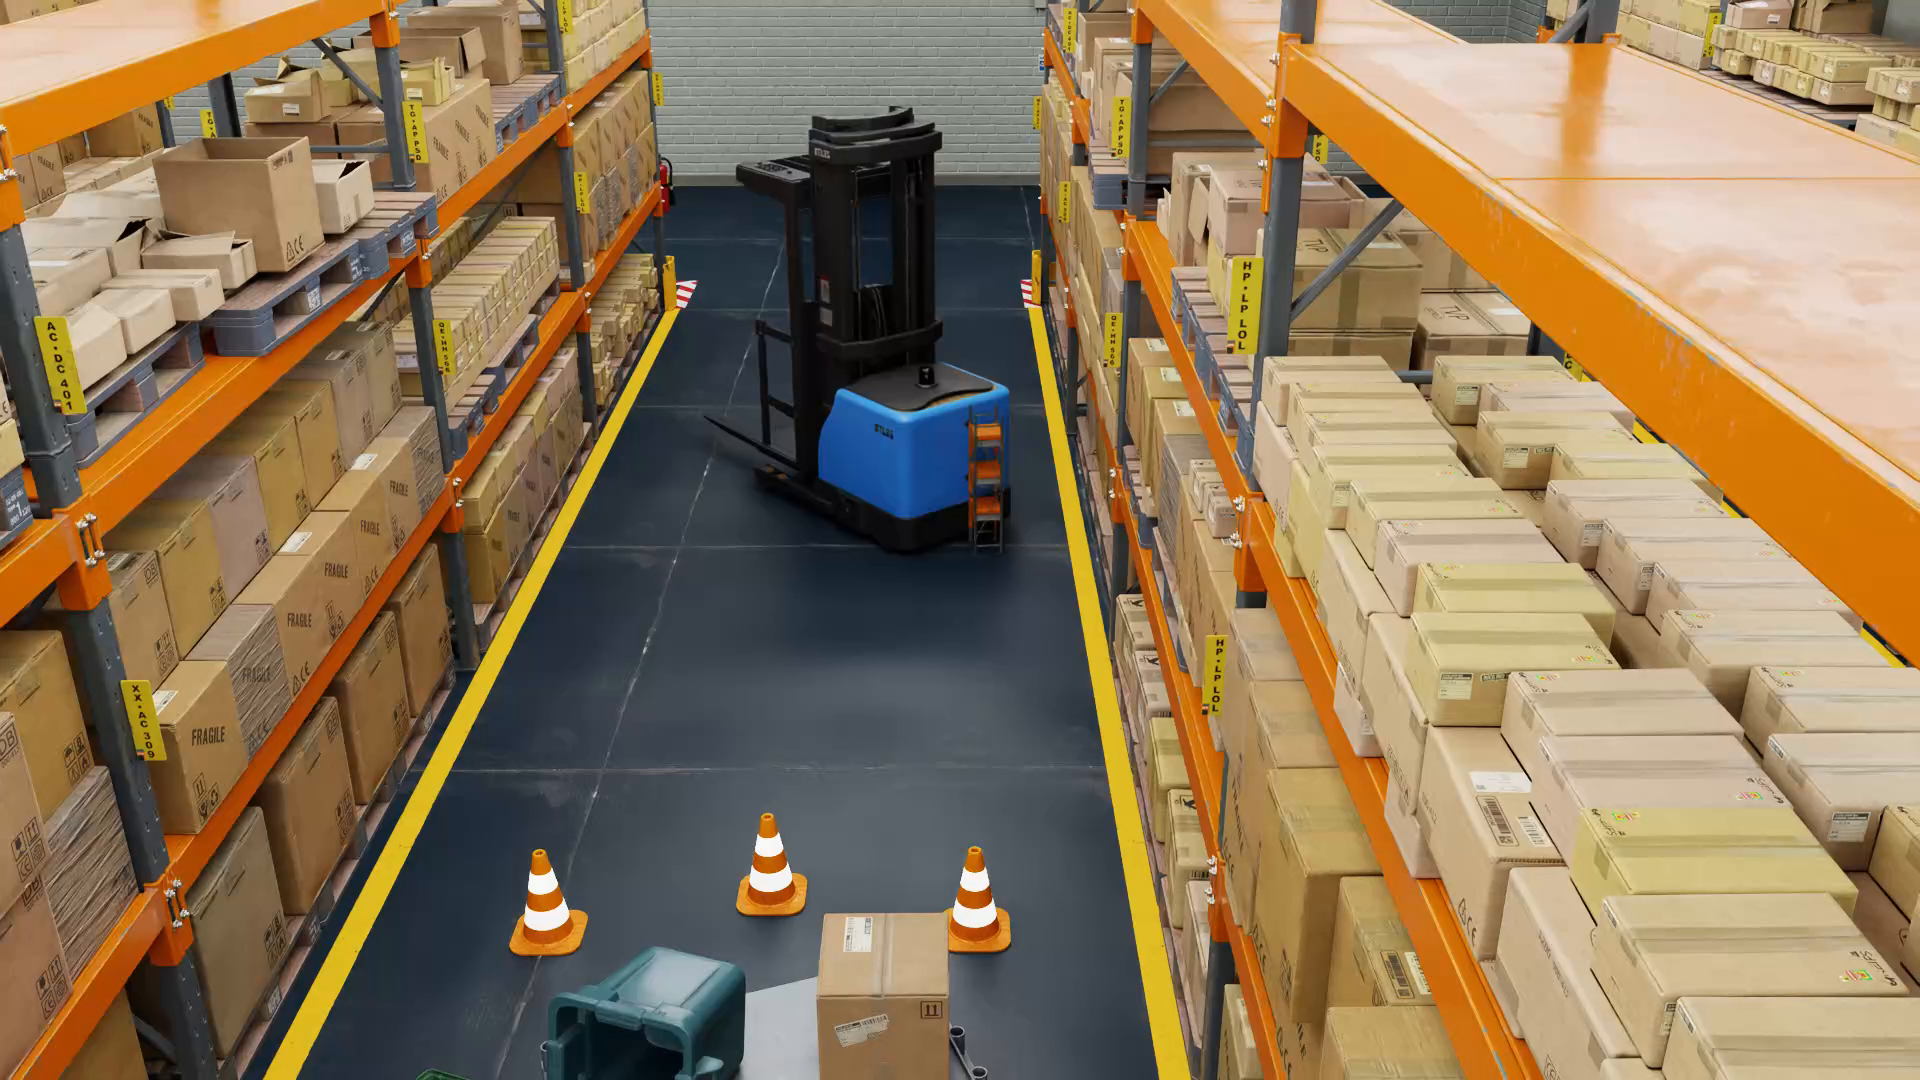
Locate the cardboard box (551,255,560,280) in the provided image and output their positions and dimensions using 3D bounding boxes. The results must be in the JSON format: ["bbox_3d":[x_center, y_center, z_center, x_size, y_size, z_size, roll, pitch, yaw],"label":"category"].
[{"bbox_3d":[-3.347,-2.133,13.004,0.380,0.149,0.250,-1,24,-2],"label":"cardboard box"}]

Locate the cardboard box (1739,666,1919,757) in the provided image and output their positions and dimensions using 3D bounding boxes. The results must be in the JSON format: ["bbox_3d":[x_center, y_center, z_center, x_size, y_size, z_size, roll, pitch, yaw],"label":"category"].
[{"bbox_3d":[1.823,0.379,3.353,0.380,0.149,0.250,0,24,1],"label":"cardboard box"}]

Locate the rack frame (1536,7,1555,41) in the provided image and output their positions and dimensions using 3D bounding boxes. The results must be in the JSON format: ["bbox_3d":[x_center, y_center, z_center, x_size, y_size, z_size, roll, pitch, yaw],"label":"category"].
[{"bbox_3d":[6.319,-3.955,17.237,1.000,3.000,0.127,0,24,-1],"label":"rack frame"}]

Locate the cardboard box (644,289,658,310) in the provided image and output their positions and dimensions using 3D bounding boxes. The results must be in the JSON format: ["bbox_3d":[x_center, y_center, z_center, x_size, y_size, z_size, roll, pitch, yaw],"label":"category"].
[{"bbox_3d":[-3.275,-2.438,16.833,0.380,0.149,0.250,0,24,1],"label":"cardboard box"}]

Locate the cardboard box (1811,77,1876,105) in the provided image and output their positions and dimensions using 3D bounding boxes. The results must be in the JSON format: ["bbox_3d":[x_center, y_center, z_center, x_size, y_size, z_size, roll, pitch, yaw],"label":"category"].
[{"bbox_3d":[6.010,-3.037,11.243,0.380,0.149,0.250,0,24,1],"label":"cardboard box"}]

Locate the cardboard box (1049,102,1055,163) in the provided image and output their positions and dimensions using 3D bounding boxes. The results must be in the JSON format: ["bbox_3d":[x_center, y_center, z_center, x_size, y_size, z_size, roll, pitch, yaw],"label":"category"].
[{"bbox_3d":[1.102,-3.808,15.578,0.500,0.500,0.500,0,24,-1],"label":"cardboard box"}]

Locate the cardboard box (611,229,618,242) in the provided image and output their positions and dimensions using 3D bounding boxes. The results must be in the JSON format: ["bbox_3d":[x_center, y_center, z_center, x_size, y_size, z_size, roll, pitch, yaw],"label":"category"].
[{"bbox_3d":[-3.288,-2.765,14.911,0.380,0.149,0.250,1,24,2],"label":"cardboard box"}]

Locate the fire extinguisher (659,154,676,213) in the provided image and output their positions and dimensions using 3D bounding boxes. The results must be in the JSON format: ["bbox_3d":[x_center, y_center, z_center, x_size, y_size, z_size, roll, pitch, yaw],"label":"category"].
[{"bbox_3d":[-3.134,-3.768,17.370,0.296,0.674,0.183,0,24,-1],"label":"fire extinguisher"}]

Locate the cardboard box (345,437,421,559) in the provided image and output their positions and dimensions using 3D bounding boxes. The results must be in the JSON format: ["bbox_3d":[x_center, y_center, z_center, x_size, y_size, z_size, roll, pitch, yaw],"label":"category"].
[{"bbox_3d":[-3.228,-0.226,8.872,0.500,0.500,0.500,0,24,-1],"label":"cardboard box"}]

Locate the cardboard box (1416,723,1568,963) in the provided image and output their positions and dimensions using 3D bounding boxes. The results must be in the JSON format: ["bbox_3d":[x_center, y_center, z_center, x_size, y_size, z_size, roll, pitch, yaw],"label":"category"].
[{"bbox_3d":[1.240,0.598,3.353,0.500,0.250,0.500,0,24,1],"label":"cardboard box"}]

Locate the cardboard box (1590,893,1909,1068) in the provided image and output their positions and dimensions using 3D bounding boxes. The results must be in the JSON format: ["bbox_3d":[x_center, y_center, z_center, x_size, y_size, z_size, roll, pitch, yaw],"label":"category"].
[{"bbox_3d":[1.245,0.697,2.649,0.380,0.149,0.250,-1,24,-1],"label":"cardboard box"}]

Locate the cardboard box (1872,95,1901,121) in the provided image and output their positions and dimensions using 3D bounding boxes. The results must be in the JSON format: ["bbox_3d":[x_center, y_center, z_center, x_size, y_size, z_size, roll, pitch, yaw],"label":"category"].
[{"bbox_3d":[6.174,-2.814,10.772,0.380,0.149,0.250,0,24,1],"label":"cardboard box"}]

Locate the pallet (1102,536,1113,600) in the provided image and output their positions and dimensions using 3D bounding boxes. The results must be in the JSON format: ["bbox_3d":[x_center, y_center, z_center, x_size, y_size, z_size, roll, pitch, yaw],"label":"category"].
[{"bbox_3d":[1.509,0.311,11.189,1.003,0.211,1.213,0,24,-1],"label":"pallet"}]

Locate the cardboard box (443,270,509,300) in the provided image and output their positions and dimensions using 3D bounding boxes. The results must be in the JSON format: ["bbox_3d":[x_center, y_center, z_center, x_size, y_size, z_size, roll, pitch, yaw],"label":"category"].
[{"bbox_3d":[-3.332,-1.754,11.445,0.380,0.149,0.250,-1,24,-1],"label":"cardboard box"}]

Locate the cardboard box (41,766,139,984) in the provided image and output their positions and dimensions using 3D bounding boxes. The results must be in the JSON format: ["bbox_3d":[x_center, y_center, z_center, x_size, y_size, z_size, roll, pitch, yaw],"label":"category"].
[{"bbox_3d":[-3.446,1.161,5.743,0.875,0.550,0.550,0,24,-1],"label":"cardboard box"}]

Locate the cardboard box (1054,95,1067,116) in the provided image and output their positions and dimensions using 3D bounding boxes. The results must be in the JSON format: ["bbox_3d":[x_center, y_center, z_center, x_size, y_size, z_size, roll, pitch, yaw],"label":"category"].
[{"bbox_3d":[1.057,-3.941,15.085,0.380,0.149,0.250,-1,24,-2],"label":"cardboard box"}]

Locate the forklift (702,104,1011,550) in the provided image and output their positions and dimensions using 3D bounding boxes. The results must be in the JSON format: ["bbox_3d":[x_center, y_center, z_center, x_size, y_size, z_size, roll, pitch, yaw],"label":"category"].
[{"bbox_3d":[-0.947,-1.797,12.550,1.130,2.935,3.031,-19,30,-35],"label":"forklift"}]

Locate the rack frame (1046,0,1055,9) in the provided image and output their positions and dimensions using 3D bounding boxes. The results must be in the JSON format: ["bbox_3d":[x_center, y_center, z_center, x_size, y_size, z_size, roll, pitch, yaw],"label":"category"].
[{"bbox_3d":[1.355,-6.664,15.948,1.000,3.000,0.127,0,24,-1],"label":"rack frame"}]

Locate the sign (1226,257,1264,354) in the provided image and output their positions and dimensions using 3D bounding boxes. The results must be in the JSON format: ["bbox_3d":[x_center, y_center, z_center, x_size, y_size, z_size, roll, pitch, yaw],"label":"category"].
[{"bbox_3d":[0.931,-0.764,5.437,0.100,0.325,0.005,0,24,-1],"label":"sign"}]

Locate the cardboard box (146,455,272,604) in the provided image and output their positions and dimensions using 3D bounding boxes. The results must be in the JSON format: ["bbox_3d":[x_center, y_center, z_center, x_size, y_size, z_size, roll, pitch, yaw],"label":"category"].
[{"bbox_3d":[-3.486,-0.048,7.265,0.700,0.500,0.500,0,24,0],"label":"cardboard box"}]

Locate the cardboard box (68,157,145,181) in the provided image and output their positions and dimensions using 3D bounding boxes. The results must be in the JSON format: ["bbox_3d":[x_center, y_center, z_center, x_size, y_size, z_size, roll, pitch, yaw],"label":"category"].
[{"bbox_3d":[-8.278,-3.546,16.155,0.500,0.250,0.500,-1,24,-1],"label":"cardboard box"}]

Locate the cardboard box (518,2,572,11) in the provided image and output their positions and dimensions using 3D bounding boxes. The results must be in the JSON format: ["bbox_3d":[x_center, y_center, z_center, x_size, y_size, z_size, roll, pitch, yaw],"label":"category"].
[{"bbox_3d":[-3.280,-4.160,13.142,0.380,0.149,0.250,-1,24,-3],"label":"cardboard box"}]

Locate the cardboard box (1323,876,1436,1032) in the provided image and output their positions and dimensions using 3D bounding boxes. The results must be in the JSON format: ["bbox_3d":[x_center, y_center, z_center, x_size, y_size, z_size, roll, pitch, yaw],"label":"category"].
[{"bbox_3d":[1.333,1.192,4.163,0.700,0.500,0.500,0,24,-1],"label":"cardboard box"}]

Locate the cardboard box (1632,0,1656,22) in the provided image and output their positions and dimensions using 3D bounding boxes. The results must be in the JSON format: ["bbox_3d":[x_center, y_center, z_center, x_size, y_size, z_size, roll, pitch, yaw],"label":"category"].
[{"bbox_3d":[6.105,-4.593,14.223,0.500,0.250,0.500,0,24,0],"label":"cardboard box"}]

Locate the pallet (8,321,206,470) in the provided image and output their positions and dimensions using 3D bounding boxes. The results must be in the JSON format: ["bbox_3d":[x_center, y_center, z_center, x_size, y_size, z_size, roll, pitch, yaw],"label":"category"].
[{"bbox_3d":[-3.522,-0.579,6.366,0.805,0.209,1.217,-1,24,-3],"label":"pallet"}]

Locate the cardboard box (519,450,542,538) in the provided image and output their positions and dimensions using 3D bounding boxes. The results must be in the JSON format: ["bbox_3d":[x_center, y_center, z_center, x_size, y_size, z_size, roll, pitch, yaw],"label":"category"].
[{"bbox_3d":[-3.278,-0.334,11.756,0.500,0.500,0.500,-1,24,-2],"label":"cardboard box"}]

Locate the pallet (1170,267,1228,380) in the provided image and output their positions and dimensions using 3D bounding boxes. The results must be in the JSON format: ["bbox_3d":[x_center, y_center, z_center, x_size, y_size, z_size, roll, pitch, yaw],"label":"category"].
[{"bbox_3d":[1.572,-0.949,7.180,1.213,0.211,1.003,0,24,-1],"label":"pallet"}]

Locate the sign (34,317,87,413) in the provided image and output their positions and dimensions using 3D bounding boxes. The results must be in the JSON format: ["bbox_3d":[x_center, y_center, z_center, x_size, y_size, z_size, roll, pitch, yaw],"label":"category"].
[{"bbox_3d":[-2.907,-0.564,5.376,0.100,0.325,0.005,0,24,-1],"label":"sign"}]

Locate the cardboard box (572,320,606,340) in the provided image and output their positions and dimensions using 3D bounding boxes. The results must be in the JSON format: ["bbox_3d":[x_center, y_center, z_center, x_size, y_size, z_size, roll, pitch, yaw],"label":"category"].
[{"bbox_3d":[-3.368,-1.850,14.812,0.380,0.149,0.250,-1,24,-2],"label":"cardboard box"}]

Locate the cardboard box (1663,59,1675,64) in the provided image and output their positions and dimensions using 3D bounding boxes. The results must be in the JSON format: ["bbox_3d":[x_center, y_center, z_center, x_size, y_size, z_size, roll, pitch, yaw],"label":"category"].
[{"bbox_3d":[6.069,-3.917,13.819,0.380,0.149,0.250,1,24,1],"label":"cardboard box"}]

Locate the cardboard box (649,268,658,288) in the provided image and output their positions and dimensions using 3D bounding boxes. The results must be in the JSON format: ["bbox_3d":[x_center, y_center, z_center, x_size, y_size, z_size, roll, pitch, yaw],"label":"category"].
[{"bbox_3d":[-3.302,-2.679,17.005,0.380,0.149,0.250,-1,24,-2],"label":"cardboard box"}]

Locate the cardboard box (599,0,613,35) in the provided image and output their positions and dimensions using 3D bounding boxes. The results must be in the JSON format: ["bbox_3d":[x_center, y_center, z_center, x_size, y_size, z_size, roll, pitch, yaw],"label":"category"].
[{"bbox_3d":[-3.330,-4.575,14.543,0.500,0.250,0.500,-1,24,-3],"label":"cardboard box"}]

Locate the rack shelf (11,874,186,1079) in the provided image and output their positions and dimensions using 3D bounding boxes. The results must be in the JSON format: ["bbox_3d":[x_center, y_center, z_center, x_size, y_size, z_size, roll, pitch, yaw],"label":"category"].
[{"bbox_3d":[-3.440,2.230,4.436,1.077,0.370,4.000,0,24,-1],"label":"rack shelf"}]

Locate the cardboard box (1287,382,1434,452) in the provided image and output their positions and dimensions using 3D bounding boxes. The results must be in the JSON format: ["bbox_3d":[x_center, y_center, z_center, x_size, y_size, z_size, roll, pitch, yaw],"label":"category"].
[{"bbox_3d":[1.195,-0.363,4.994,0.380,0.149,0.250,0,24,1],"label":"cardboard box"}]

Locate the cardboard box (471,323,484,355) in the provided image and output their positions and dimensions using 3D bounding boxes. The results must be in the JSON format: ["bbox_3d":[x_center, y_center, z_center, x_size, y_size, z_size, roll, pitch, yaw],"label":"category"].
[{"bbox_3d":[-3.325,-1.309,10.821,0.380,0.149,0.250,0,24,0],"label":"cardboard box"}]

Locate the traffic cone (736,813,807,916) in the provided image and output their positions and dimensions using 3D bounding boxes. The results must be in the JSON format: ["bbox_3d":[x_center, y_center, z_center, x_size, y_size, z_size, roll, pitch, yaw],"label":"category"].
[{"bbox_3d":[-0.930,1.550,8.144,0.336,0.463,0.334,0,24,-1],"label":"traffic cone"}]

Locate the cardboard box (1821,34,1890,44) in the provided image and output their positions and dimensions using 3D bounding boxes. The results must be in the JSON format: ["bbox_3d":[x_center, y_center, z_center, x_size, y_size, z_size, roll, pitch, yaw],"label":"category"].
[{"bbox_3d":[6.519,-3.599,12.124,0.380,0.149,0.250,-1,24,-2],"label":"cardboard box"}]

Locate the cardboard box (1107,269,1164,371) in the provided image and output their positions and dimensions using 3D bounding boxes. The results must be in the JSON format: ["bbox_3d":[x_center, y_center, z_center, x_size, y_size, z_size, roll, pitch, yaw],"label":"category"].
[{"bbox_3d":[1.175,-1.347,10.138,0.500,0.500,0.500,-1,24,-2],"label":"cardboard box"}]

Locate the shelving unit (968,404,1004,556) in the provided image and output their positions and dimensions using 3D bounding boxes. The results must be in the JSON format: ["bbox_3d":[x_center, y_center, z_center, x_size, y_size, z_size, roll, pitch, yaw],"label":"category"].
[{"bbox_3d":[0.183,-0.423,11.794,0.215,1.050,0.252,-4,25,-8],"label":"shelving unit"}]

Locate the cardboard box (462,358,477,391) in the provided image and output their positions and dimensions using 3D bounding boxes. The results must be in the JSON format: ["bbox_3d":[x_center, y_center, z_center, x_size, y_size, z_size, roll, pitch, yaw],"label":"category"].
[{"bbox_3d":[-3.315,-1.054,10.620,0.380,0.149,0.250,1,24,2],"label":"cardboard box"}]

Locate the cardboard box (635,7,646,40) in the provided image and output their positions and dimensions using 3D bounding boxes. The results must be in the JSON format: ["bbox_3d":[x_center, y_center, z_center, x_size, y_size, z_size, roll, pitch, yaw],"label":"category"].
[{"bbox_3d":[-3.324,-4.979,16.044,0.500,0.250,0.500,-1,24,-2],"label":"cardboard box"}]

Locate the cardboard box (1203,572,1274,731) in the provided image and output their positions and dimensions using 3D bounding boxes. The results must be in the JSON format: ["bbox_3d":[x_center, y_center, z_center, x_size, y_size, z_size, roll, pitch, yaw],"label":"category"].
[{"bbox_3d":[1.252,0.452,6.502,0.500,0.500,0.500,-1,24,-2],"label":"cardboard box"}]

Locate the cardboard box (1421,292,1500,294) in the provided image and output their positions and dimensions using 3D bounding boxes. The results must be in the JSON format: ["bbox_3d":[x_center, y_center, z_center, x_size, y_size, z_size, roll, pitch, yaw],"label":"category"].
[{"bbox_3d":[1.874,-0.927,6.576,0.500,0.250,0.500,-1,24,-1],"label":"cardboard box"}]

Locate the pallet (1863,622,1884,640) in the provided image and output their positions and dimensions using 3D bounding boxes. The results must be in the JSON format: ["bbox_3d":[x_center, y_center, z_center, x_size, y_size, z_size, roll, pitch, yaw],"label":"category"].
[{"bbox_3d":[6.436,0.305,11.204,1.003,0.211,1.213,0,24,-1],"label":"pallet"}]

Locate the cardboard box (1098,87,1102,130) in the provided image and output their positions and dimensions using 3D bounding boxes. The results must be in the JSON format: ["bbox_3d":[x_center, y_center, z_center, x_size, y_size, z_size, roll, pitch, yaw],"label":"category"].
[{"bbox_3d":[1.078,-2.697,10.470,0.396,0.266,0.258,-1,24,-2],"label":"cardboard box"}]

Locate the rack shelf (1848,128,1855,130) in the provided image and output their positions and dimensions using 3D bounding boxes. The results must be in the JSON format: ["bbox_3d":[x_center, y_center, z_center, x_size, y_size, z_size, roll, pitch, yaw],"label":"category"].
[{"bbox_3d":[6.384,-2.521,11.301,1.077,0.370,4.000,0,24,-1],"label":"rack shelf"}]

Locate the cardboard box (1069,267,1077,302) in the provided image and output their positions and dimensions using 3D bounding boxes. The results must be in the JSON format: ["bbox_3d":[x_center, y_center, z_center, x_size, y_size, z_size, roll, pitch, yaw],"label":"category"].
[{"bbox_3d":[1.140,-2.032,13.168,0.500,0.250,0.500,-1,24,-2],"label":"cardboard box"}]

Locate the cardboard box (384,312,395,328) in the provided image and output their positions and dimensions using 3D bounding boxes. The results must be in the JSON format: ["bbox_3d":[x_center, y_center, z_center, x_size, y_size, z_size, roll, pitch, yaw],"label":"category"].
[{"bbox_3d":[-3.979,-1.408,11.042,0.380,0.149,0.250,0,24,-1],"label":"cardboard box"}]

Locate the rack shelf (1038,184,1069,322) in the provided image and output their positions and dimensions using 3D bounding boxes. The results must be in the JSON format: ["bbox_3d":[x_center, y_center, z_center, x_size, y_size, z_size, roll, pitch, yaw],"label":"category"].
[{"bbox_3d":[1.377,-2.779,15.511,1.077,0.370,4.000,0,24,-1],"label":"rack shelf"}]

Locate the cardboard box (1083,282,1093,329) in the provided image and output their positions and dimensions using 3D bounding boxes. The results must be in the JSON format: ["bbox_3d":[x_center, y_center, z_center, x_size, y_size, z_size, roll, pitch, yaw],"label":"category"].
[{"bbox_3d":[1.142,-1.628,11.669,0.500,0.250,0.500,-1,24,-2],"label":"cardboard box"}]

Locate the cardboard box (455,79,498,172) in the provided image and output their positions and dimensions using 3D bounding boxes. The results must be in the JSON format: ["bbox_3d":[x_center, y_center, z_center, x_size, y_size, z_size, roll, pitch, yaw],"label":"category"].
[{"bbox_3d":[-3.269,-2.631,10.550,0.500,0.500,0.500,0,24,-1],"label":"cardboard box"}]

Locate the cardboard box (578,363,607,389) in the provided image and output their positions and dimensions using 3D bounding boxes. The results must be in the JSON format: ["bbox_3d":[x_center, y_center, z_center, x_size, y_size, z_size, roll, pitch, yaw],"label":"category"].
[{"bbox_3d":[-3.234,-1.397,14.172,0.380,0.149,0.250,1,24,2],"label":"cardboard box"}]

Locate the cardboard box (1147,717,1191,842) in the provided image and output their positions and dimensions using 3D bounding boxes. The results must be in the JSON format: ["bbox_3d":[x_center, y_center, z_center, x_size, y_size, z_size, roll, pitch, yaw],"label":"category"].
[{"bbox_3d":[1.458,1.221,8.473,0.950,0.372,0.625,1,24,1],"label":"cardboard box"}]

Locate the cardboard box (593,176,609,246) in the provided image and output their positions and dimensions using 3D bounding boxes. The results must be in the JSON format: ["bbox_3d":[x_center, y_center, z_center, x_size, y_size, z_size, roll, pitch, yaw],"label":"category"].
[{"bbox_3d":[-3.316,-2.809,14.221,0.500,0.500,0.500,0,24,-1],"label":"cardboard box"}]

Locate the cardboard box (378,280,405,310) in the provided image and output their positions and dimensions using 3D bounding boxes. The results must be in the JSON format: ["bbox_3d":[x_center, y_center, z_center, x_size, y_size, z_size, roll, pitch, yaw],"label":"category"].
[{"bbox_3d":[-3.982,-1.651,11.217,0.380,0.149,0.250,1,24,2],"label":"cardboard box"}]

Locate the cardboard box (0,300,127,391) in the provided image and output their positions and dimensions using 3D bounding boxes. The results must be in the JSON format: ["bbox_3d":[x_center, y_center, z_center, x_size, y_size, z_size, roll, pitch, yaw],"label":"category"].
[{"bbox_3d":[-3.219,-0.714,5.965,0.258,0.266,0.396,-1,24,-1],"label":"cardboard box"}]

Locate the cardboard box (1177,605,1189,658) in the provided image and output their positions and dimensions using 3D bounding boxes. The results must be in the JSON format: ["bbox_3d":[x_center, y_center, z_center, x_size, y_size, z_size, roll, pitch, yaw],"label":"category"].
[{"bbox_3d":[1.174,0.407,7.390,0.380,0.149,0.250,0,24,0],"label":"cardboard box"}]
